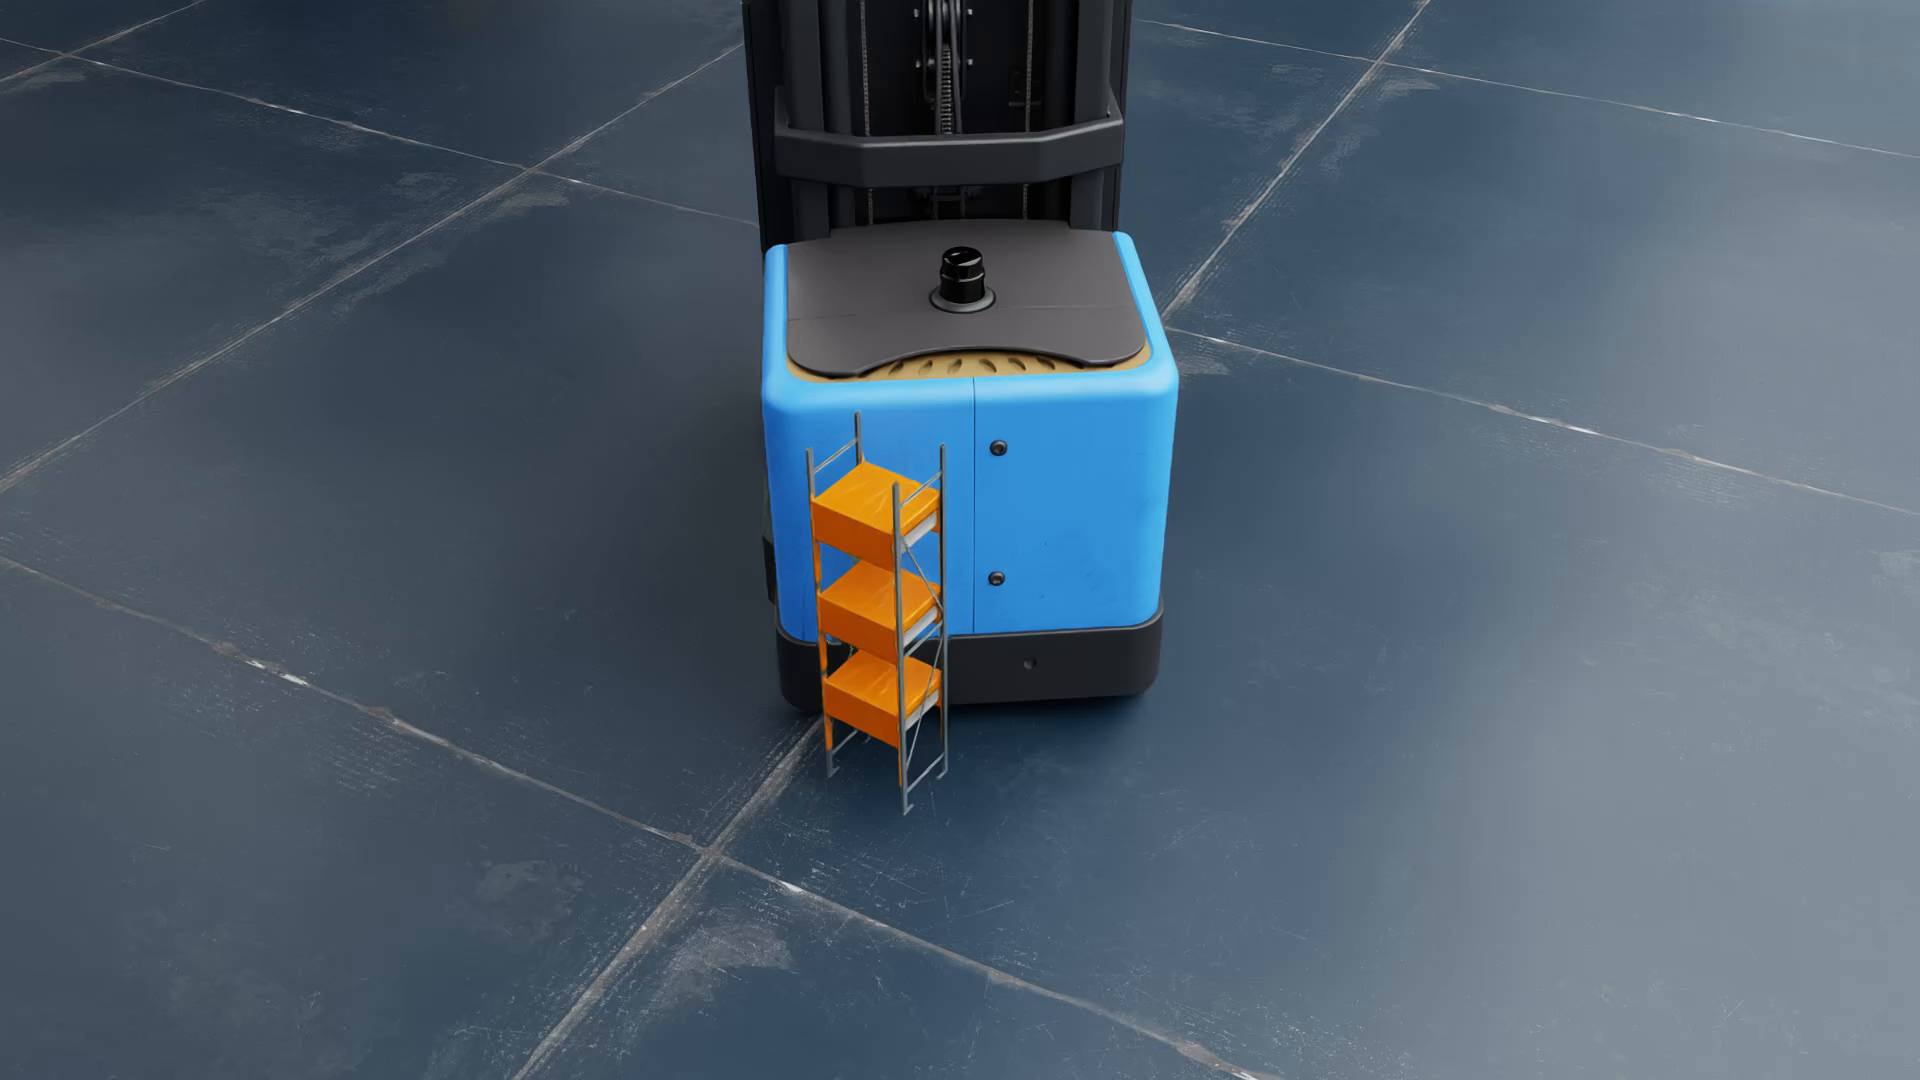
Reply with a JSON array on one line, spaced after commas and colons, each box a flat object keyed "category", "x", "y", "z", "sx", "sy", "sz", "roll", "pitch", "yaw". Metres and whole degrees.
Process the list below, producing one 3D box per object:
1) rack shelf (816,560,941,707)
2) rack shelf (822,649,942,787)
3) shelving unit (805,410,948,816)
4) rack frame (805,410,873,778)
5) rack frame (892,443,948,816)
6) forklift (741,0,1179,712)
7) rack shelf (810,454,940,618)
[{"category": "rack shelf", "x": -0.192, "y": 0.214, "z": 4.118, "sx": 0.240, "sy": 0.259, "sz": 0.215, "roll": 22, "pitch": 43, "yaw": 27}, {"category": "rack shelf", "x": -0.192, "y": 0.435, "z": 4.286, "sx": 0.240, "sy": 0.259, "sz": 0.215, "roll": 22, "pitch": 43, "yaw": 27}, {"category": "shelving unit", "x": -0.192, "y": 0.205, "z": 4.111, "sx": 0.252, "sy": 1.050, "sz": 0.215, "roll": 22, "pitch": 43, "yaw": 27}, {"category": "rack frame", "x": -0.293, "y": 0.164, "z": 4.166, "sx": 0.008, "sy": 1.050, "sz": 0.200, "roll": 22, "pitch": 43, "yaw": 27}, {"category": "rack frame", "x": -0.091, "y": 0.247, "z": 4.056, "sx": 0.008, "sy": 1.050, "sz": 0.200, "roll": 22, "pitch": 43, "yaw": 27}, {"category": "forklift", "x": -0.083, "y": -1.575, "z": 4.901, "sx": 1.130, "sy": 2.935, "sz": 3.031, "roll": -3, "pitch": 37, "yaw": -4}, {"category": "rack shelf", "x": -0.192, "y": -0.012, "z": 3.946, "sx": 0.240, "sy": 0.259, "sz": 0.215, "roll": 22, "pitch": 43, "yaw": 27}]
